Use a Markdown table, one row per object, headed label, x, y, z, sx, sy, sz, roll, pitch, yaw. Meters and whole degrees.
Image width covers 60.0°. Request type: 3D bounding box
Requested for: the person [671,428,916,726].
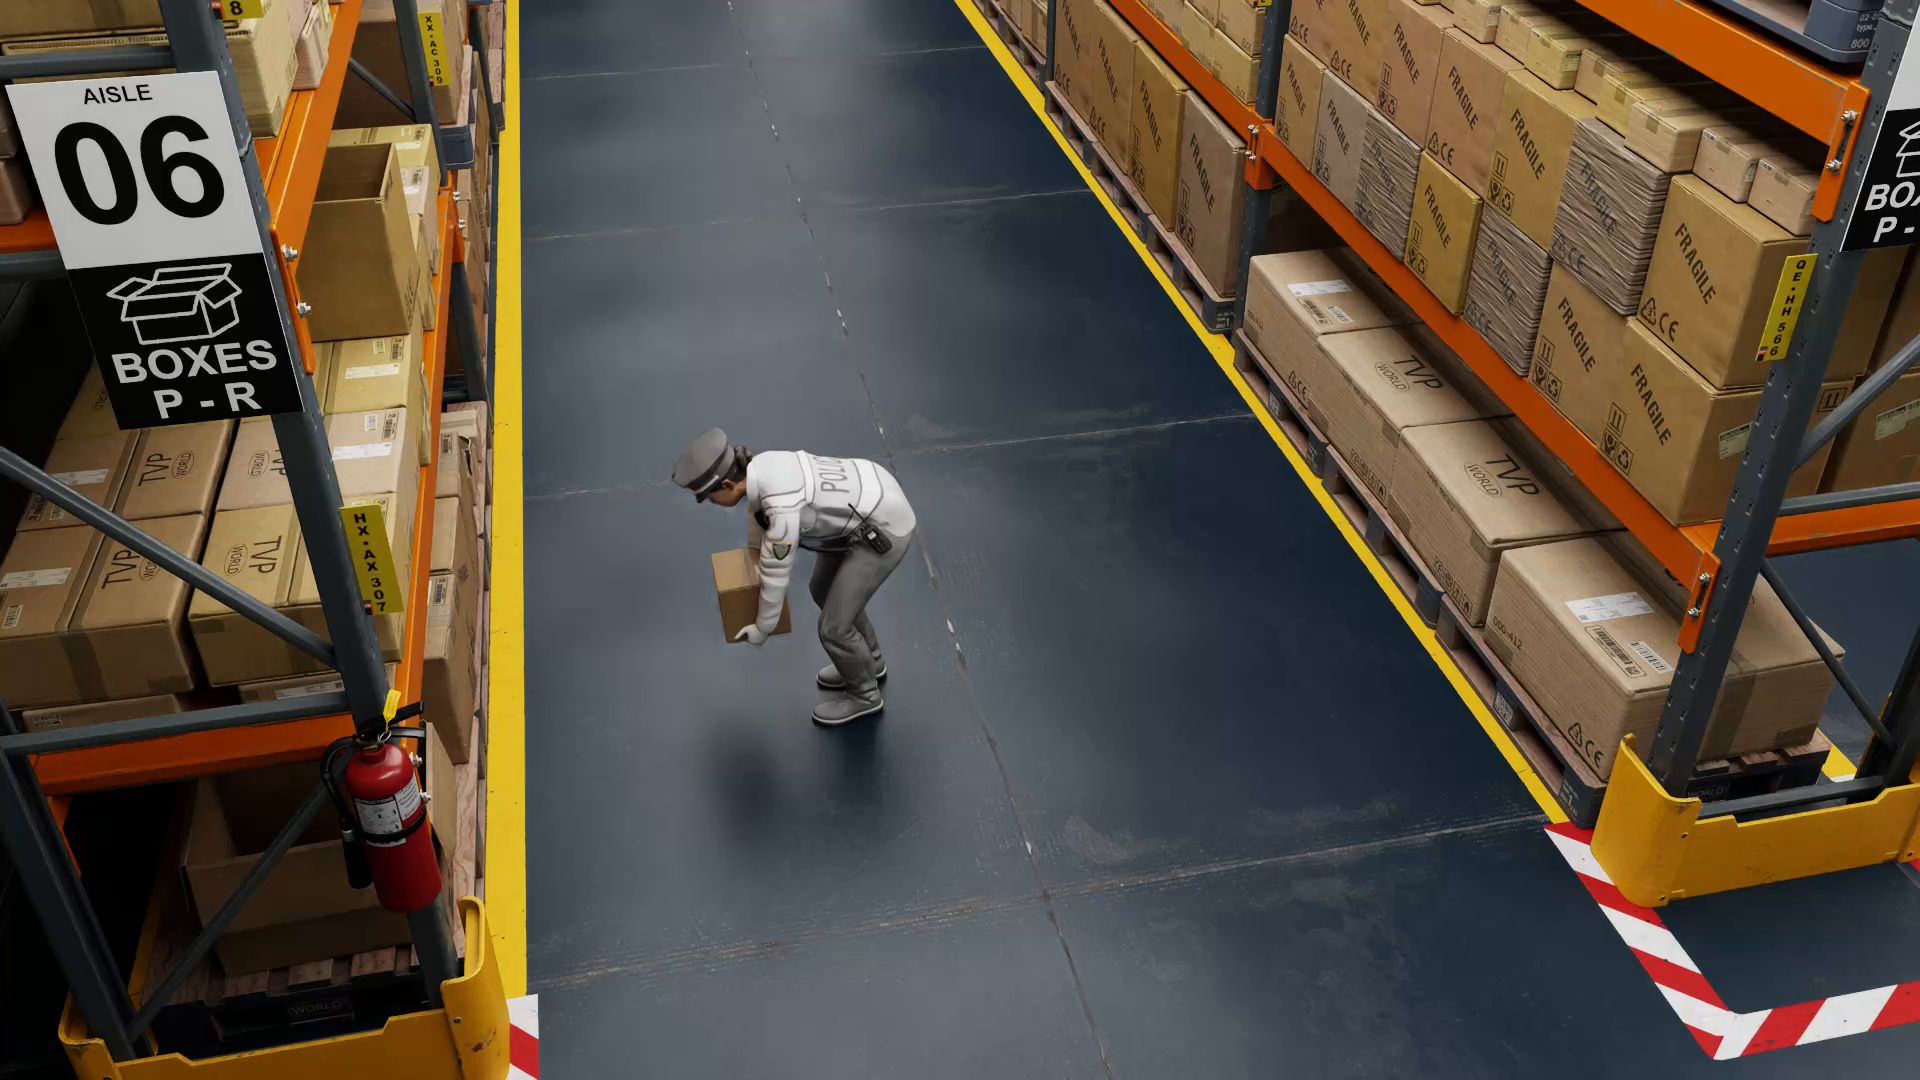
| label | x | y | z | sx | sy | sz | roll | pitch | yaw |
| --- | --- | --- | --- | --- | --- | --- | --- | --- | --- |
| person | -0.604 | 0.127 | 6.288 | 0.878 | 1.296 | 0.421 | -8 | 35 | -12 |
